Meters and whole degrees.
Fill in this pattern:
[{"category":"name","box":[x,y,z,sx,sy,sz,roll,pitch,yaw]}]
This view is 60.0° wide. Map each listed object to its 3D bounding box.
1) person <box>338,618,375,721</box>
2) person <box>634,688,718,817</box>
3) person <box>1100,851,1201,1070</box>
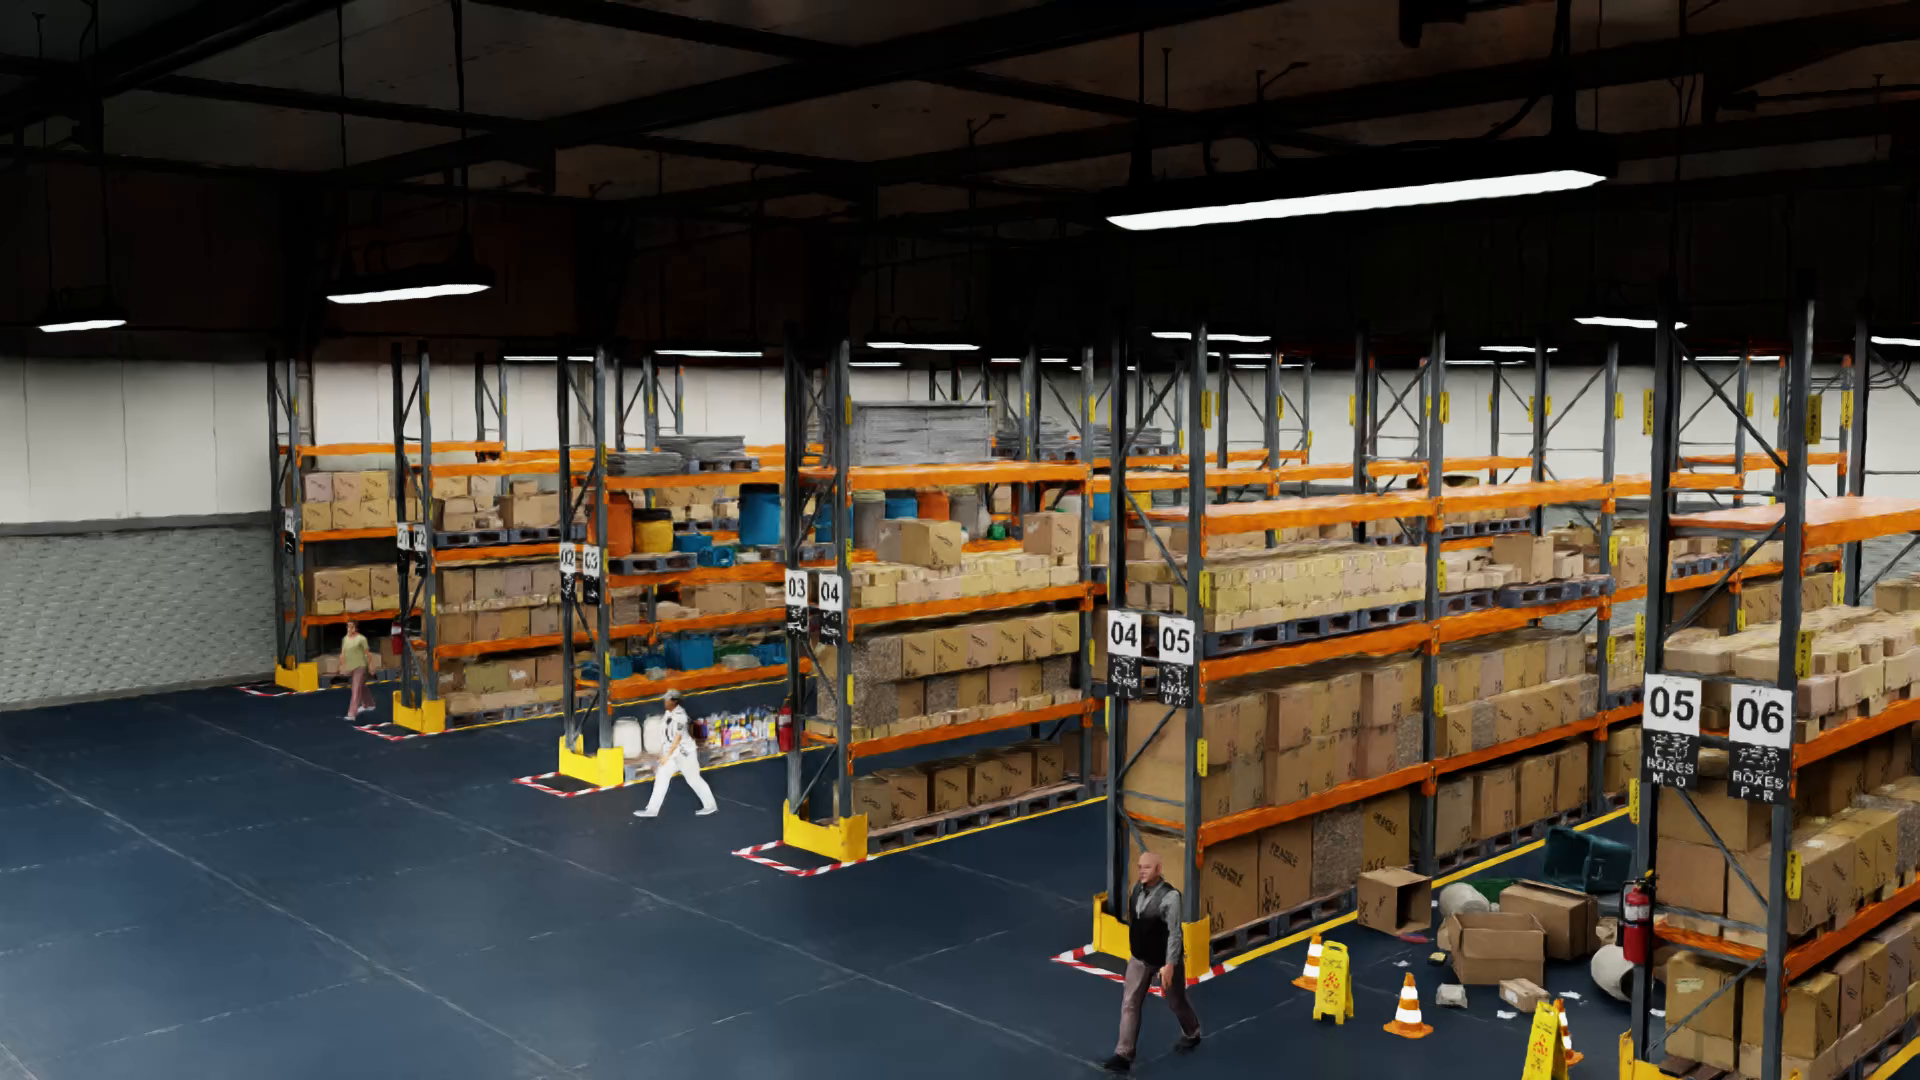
[{"category":"person","box":[-9.700,2.049,26.691,0.518,1.621,0.956,2,5,21]},{"category":"person","box":[-3.462,2.597,20.323,1.003,1.598,0.476,-3,6,-35]},{"category":"person","box":[1.514,3.224,12.828,1.027,1.673,0.555,-5,7,-45]}]
